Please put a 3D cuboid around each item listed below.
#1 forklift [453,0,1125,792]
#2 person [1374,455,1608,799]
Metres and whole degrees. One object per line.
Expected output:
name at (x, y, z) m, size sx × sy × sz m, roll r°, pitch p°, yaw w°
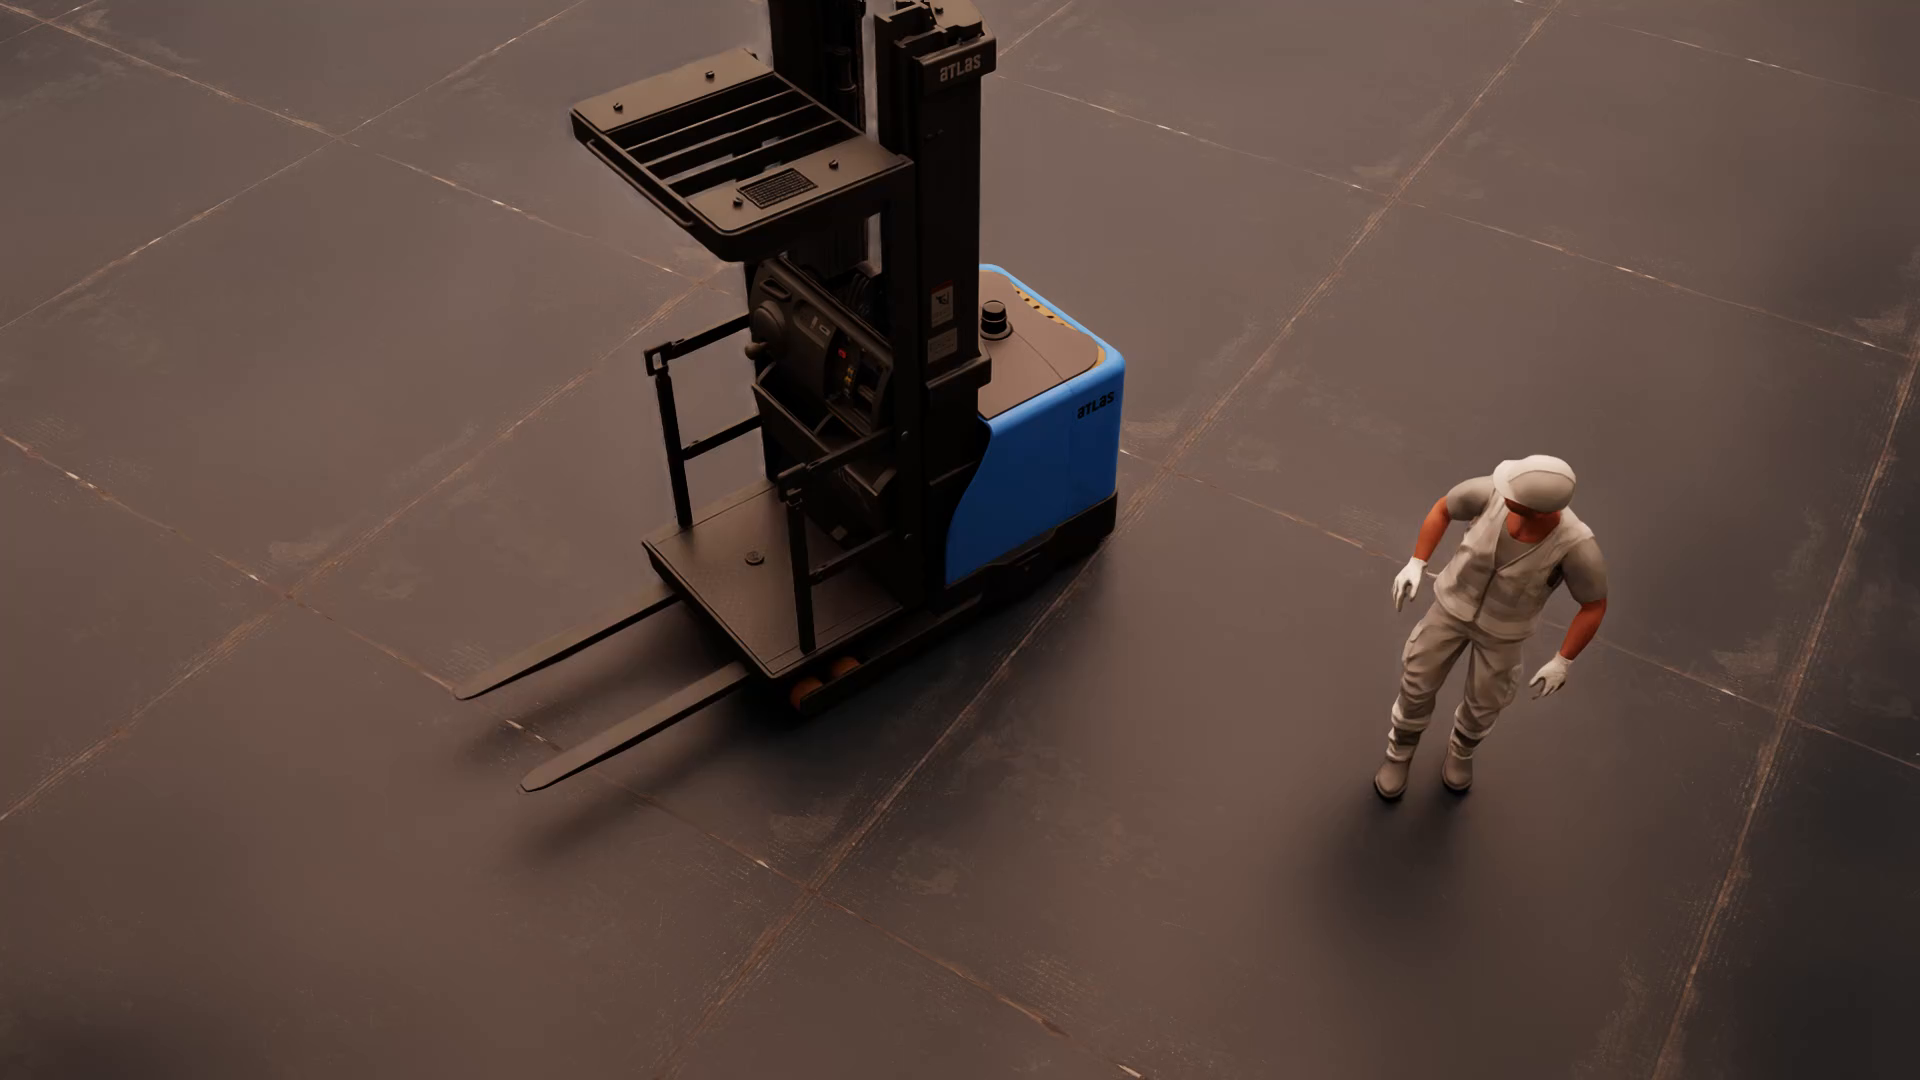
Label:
forklift at (-0.732, -0.722, 6.610) m, size 3.031 × 2.935 × 1.130 m, roll -28°, pitch 50°, yaw -27°
person at (1.999, 0.347, 6.337) m, size 0.749 × 1.757 × 0.505 m, roll 24°, pitch 48°, yaw 23°
